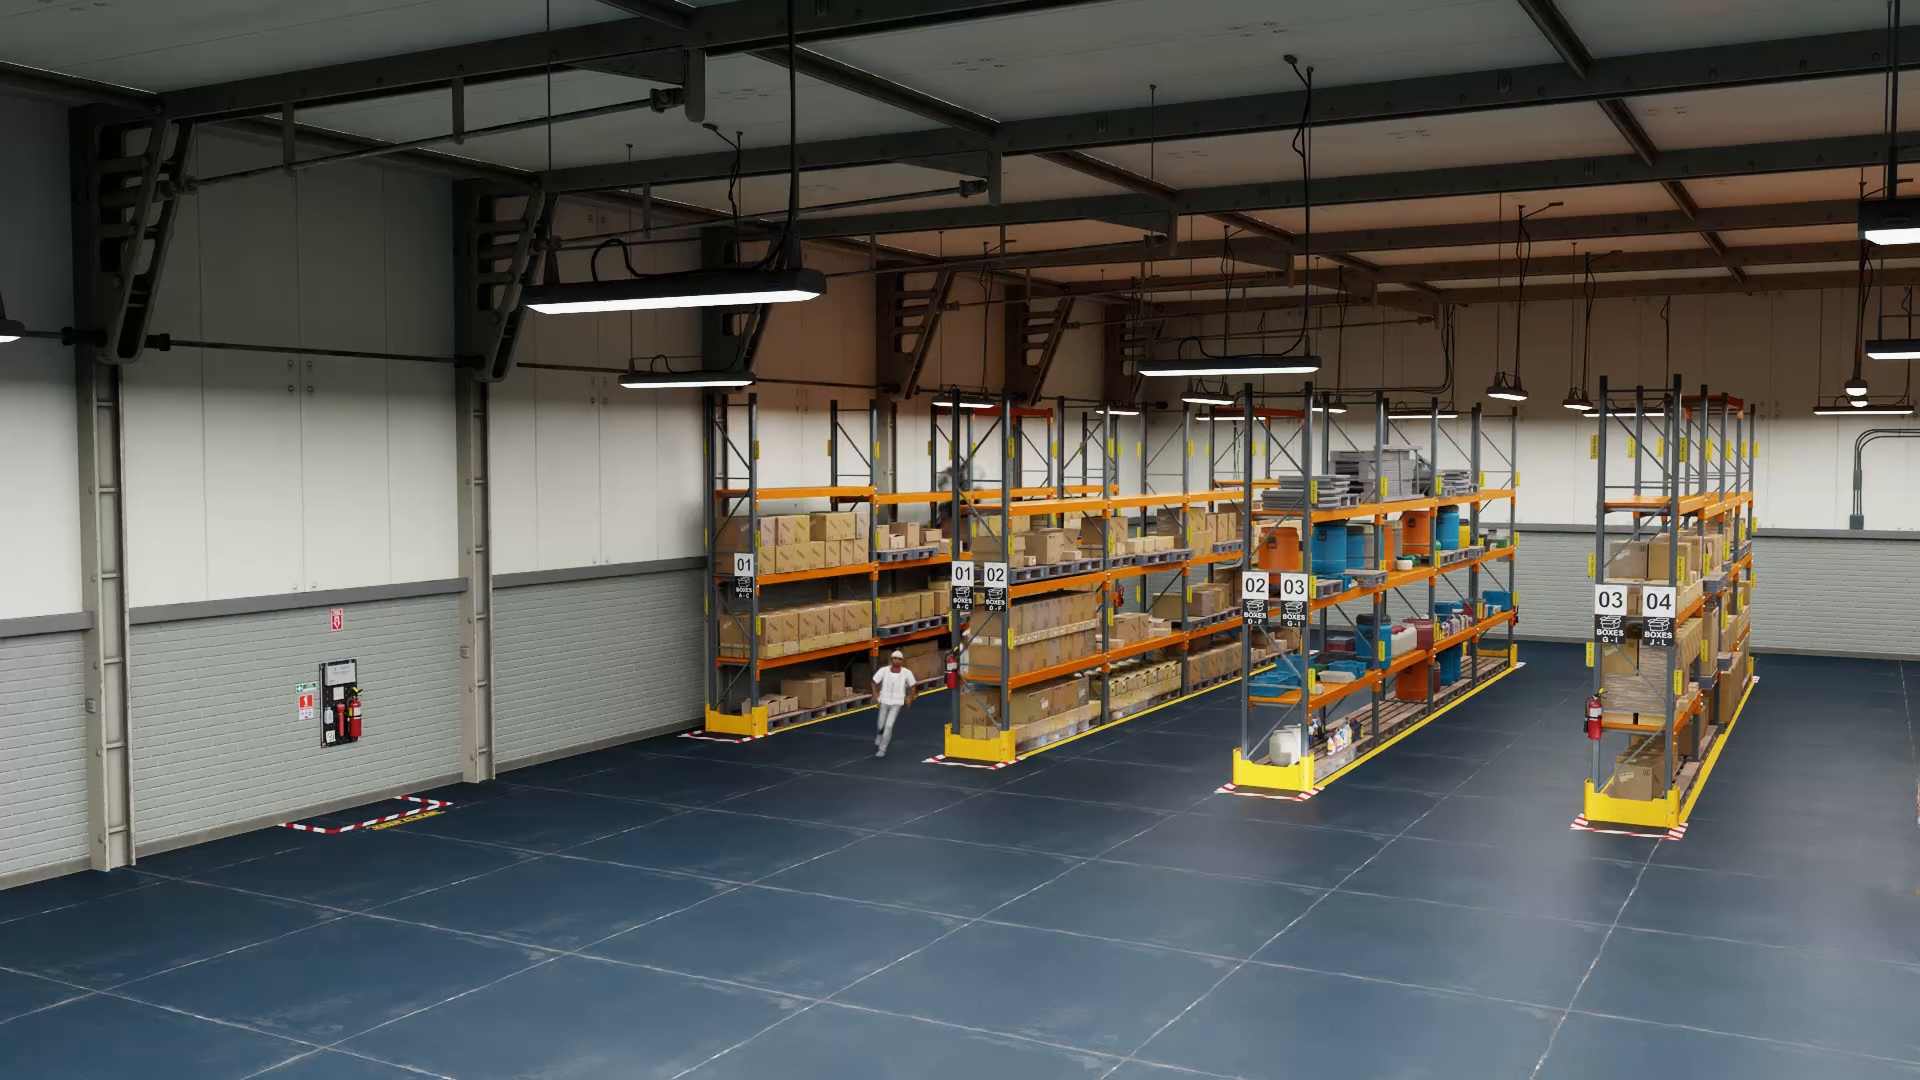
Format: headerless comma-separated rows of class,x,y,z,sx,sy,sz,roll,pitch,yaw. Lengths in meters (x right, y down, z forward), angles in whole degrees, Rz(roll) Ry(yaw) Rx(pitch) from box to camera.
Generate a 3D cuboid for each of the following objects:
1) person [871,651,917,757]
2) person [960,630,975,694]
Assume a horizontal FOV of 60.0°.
person,-1.098,2.673,27.317,0.757,1.710,0.782,0,3,3
person,0.140,2.504,29.971,0.681,1.768,0.868,1,3,24
